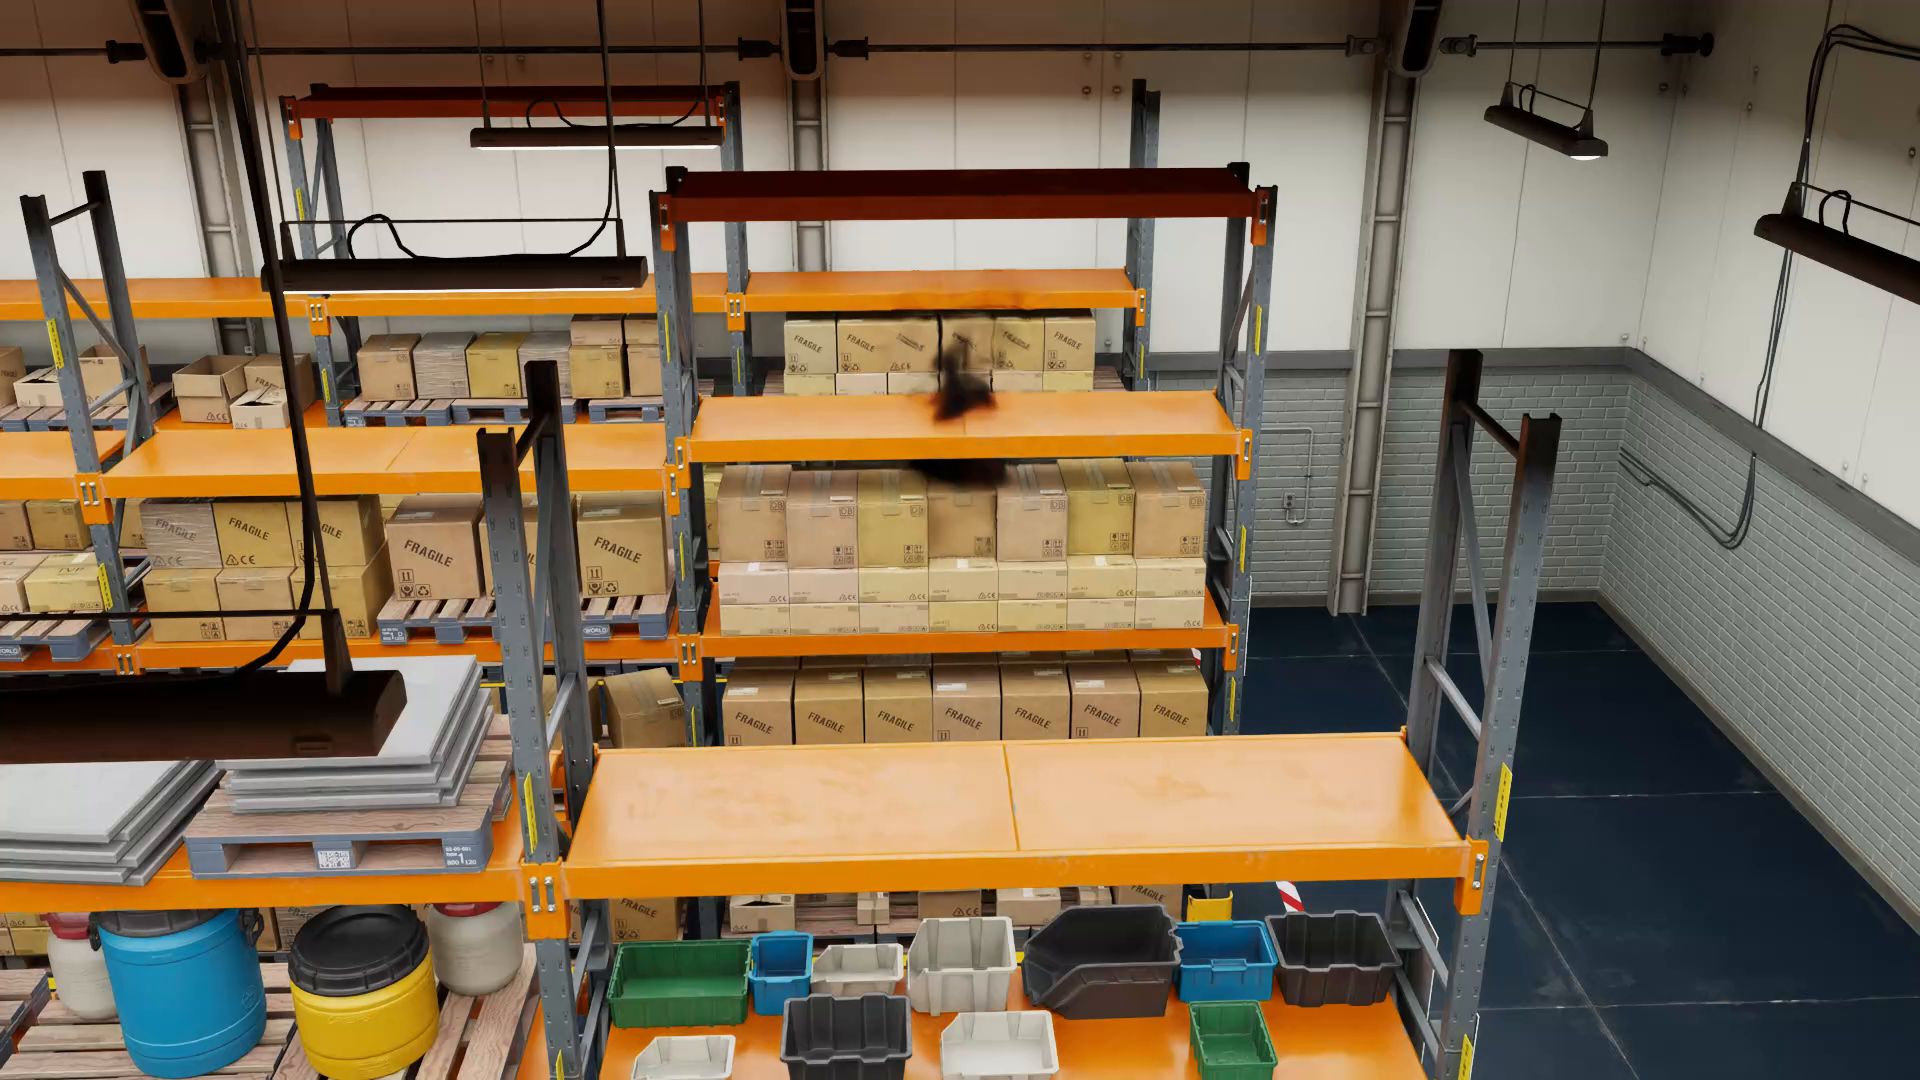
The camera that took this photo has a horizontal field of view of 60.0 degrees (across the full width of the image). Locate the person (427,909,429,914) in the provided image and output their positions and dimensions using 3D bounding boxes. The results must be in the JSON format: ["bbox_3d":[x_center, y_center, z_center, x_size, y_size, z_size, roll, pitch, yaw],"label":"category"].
[{"bbox_3d":[-3.269,3.130,11.135,1.088,1.820,0.625,-2,22,-5],"label":"person"}]
